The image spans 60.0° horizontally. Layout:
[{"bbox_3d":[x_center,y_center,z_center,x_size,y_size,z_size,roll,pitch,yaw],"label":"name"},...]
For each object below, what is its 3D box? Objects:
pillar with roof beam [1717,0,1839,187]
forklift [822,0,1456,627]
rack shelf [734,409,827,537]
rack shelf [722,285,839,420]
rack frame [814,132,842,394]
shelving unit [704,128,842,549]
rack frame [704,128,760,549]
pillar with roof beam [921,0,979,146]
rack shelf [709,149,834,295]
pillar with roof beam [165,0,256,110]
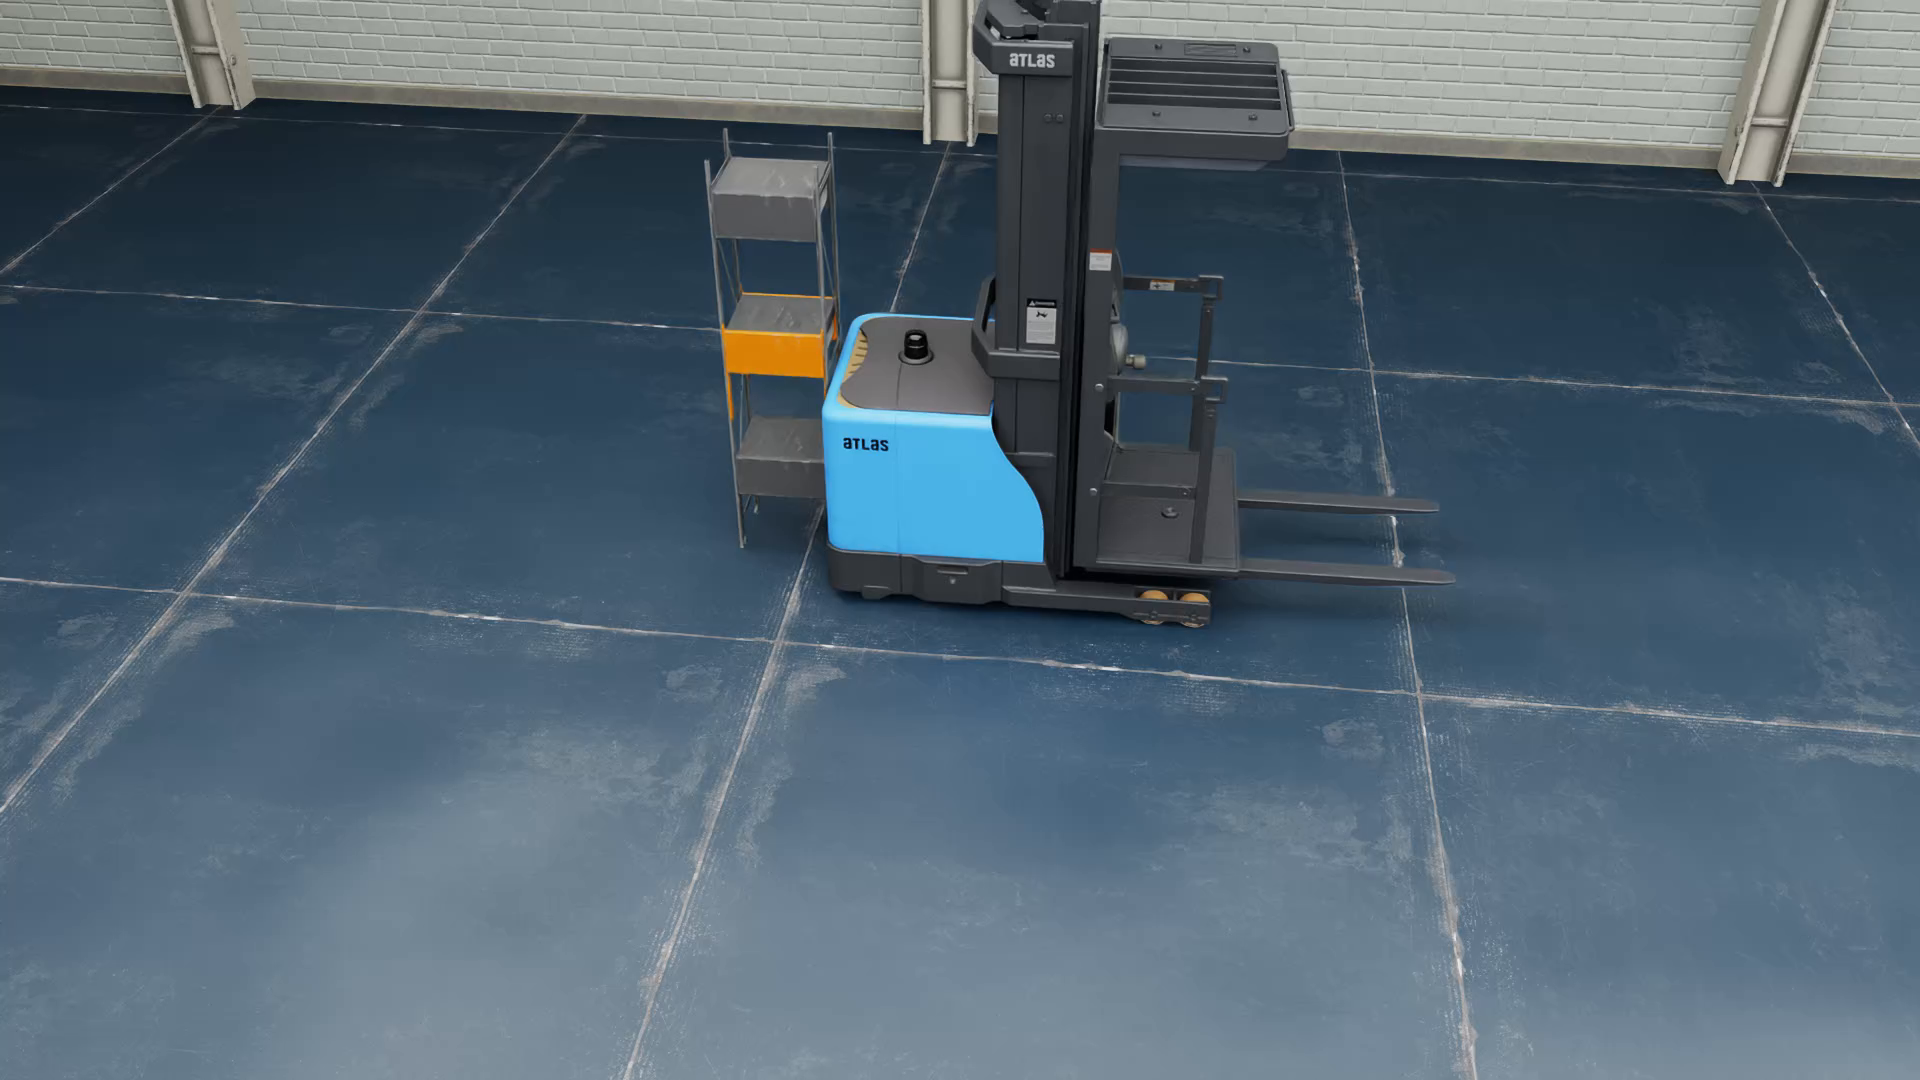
[{"bbox_3d":[5.332,-3.891,6.313,0.400,9.000,9.100,4,36,6],"label":"pillar with roof beam"},{"bbox_3d":[0.901,-1.099,7.624,3.031,2.935,1.130,4,36,5],"label":"forklift"},{"bbox_3d":[-0.855,-0.329,8.490,0.480,0.518,0.431,4,36,5],"label":"rack shelf"},{"bbox_3d":[-0.855,-0.899,8.083,0.480,0.518,0.431,4,36,5],"label":"rack shelf"},{"bbox_3d":[-0.613,-0.895,8.054,0.015,2.100,0.400,4,36,5],"label":"rack frame"},{"bbox_3d":[-0.855,-0.910,8.075,0.503,2.100,0.431,4,36,5],"label":"shelving unit"},{"bbox_3d":[-1.098,-0.926,8.097,0.015,2.100,0.400,4,36,5],"label":"rack frame"},{"bbox_3d":[-0.619,-4.335,6.935,0.400,9.000,9.100,4,36,6],"label":"pillar with roof beam"},{"bbox_3d":[-0.855,-1.469,7.676,0.480,0.518,0.431,4,36,5],"label":"rack shelf"},{"bbox_3d":[-6.570,-4.779,7.557,0.400,9.000,9.100,4,36,6],"label":"pillar with roof beam"}]
